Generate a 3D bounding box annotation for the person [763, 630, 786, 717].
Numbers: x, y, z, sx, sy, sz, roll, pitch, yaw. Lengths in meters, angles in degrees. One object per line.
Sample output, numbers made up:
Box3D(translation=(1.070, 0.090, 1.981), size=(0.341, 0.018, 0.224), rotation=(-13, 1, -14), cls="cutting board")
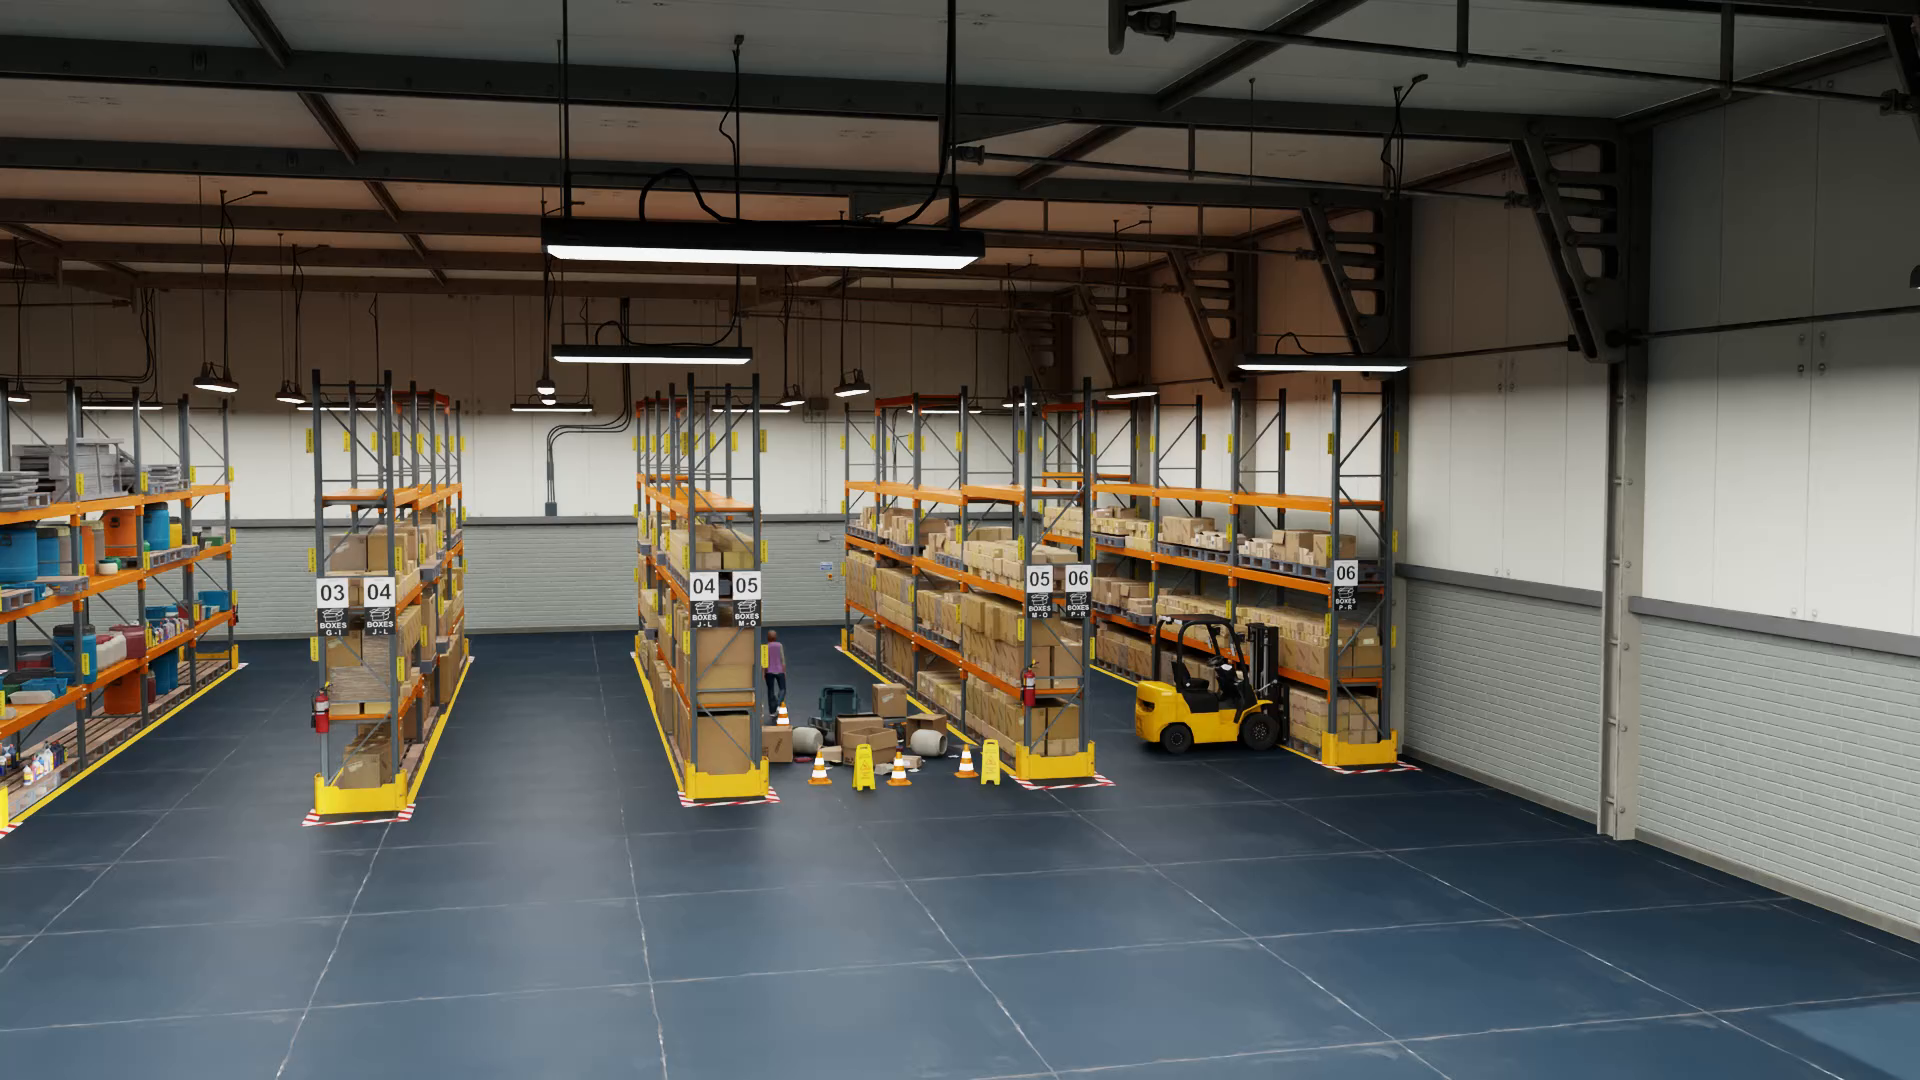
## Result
Box3D(translation=(-3.404, 2.444, 30.436), size=(0.464, 1.598, 0.387), rotation=(1, 3, 11), cls="person")
